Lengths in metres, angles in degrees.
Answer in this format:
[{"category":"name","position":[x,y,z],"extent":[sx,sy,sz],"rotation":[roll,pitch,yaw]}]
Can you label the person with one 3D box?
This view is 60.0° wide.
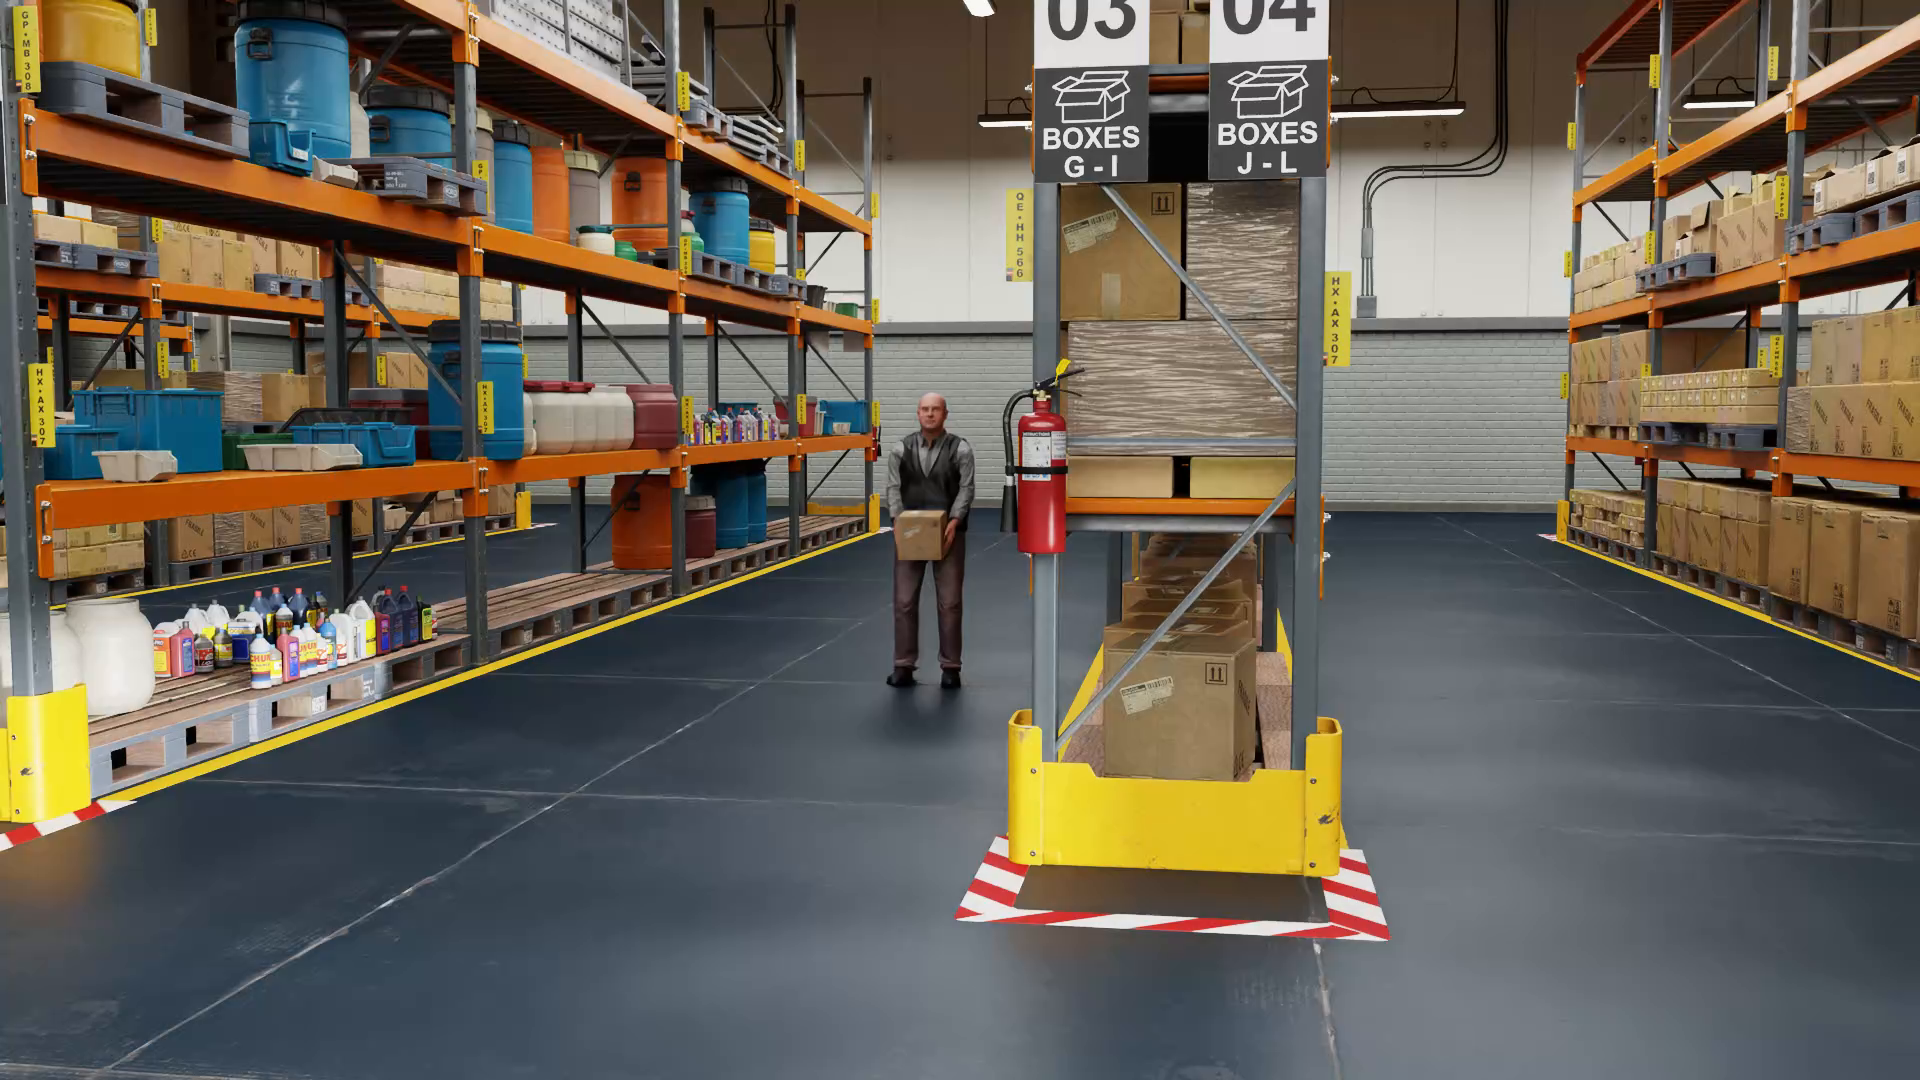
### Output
[{"category":"person","position":[-0.179,-0.003,9.796],"extent":[0.536,1.727,0.513],"rotation":[1,4,8]}]
